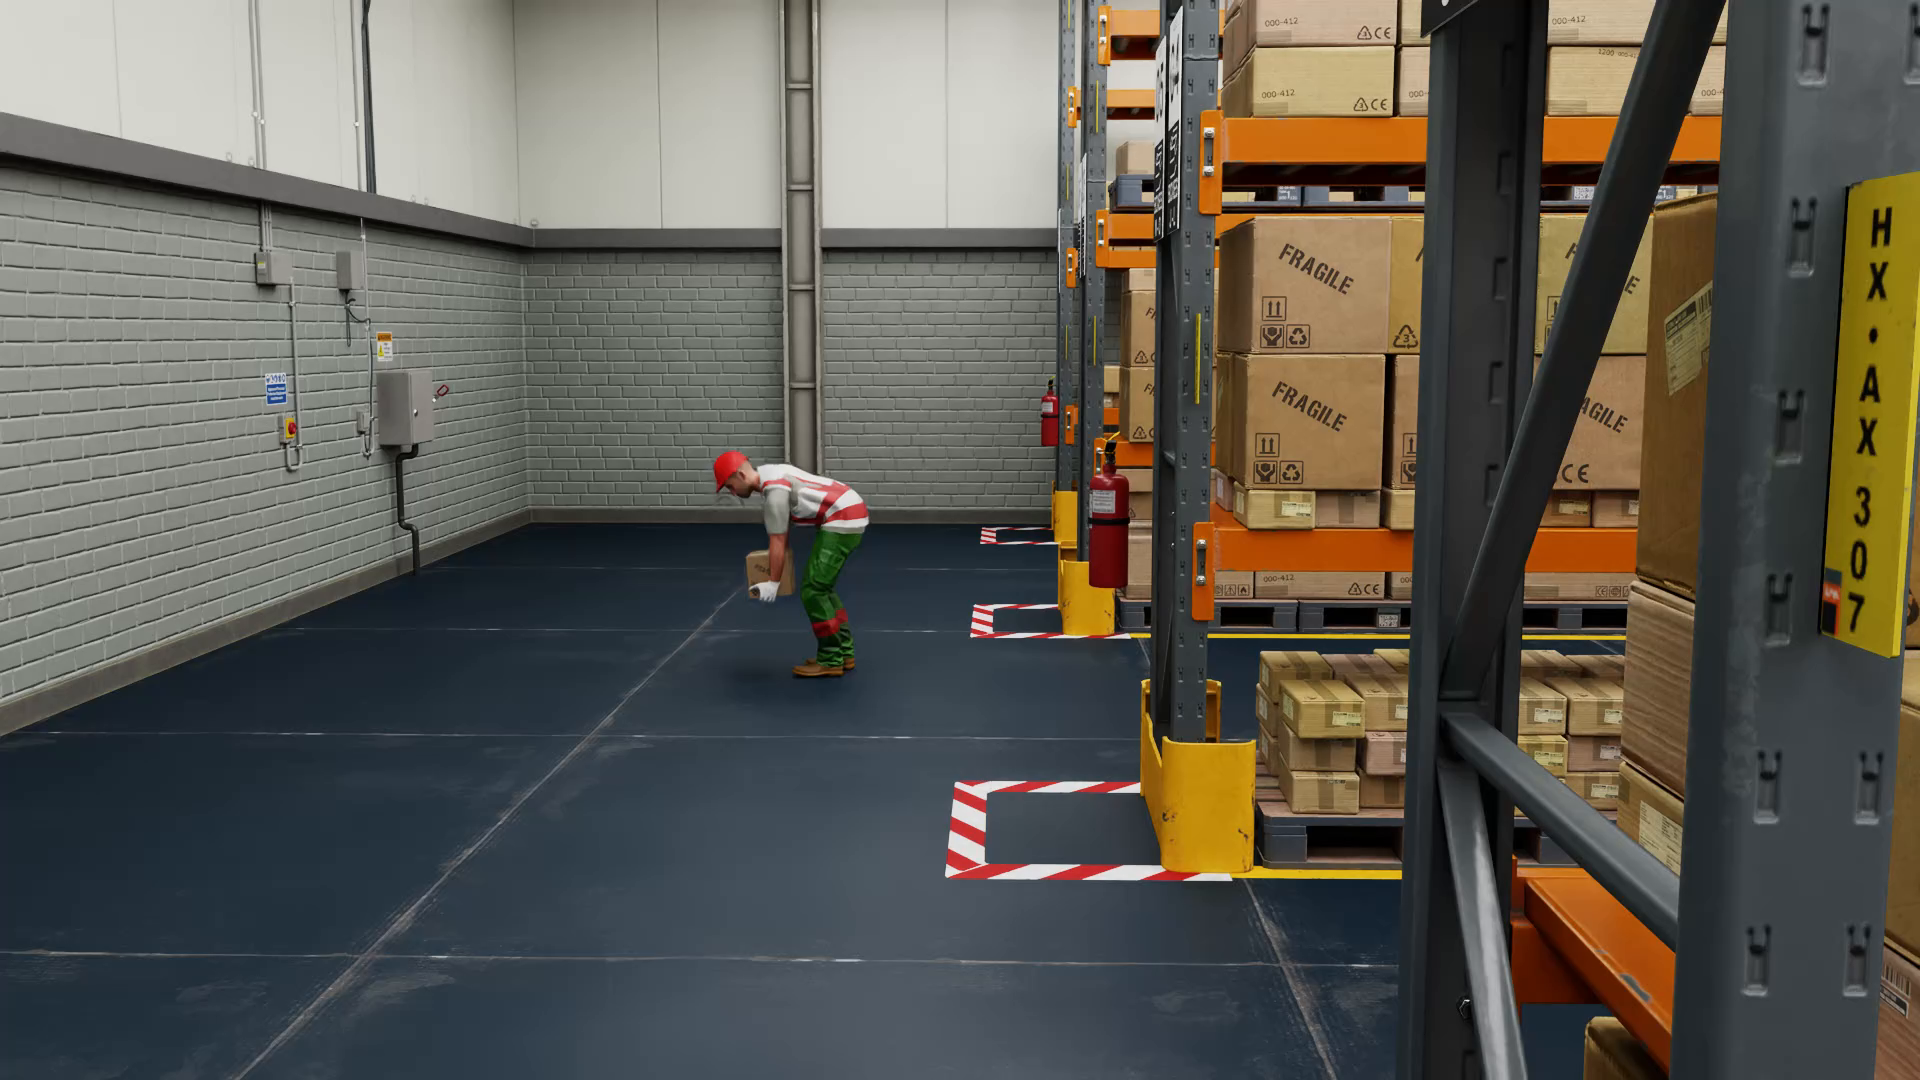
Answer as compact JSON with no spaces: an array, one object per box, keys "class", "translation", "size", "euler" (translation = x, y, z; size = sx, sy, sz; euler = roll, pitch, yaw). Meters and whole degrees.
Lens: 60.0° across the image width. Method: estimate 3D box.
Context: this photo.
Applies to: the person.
[{"class":"person","translation":[-0.859,-0.068,9.872],"size":[0.594,1.747,0.485],"euler":[0,7,0]}]
